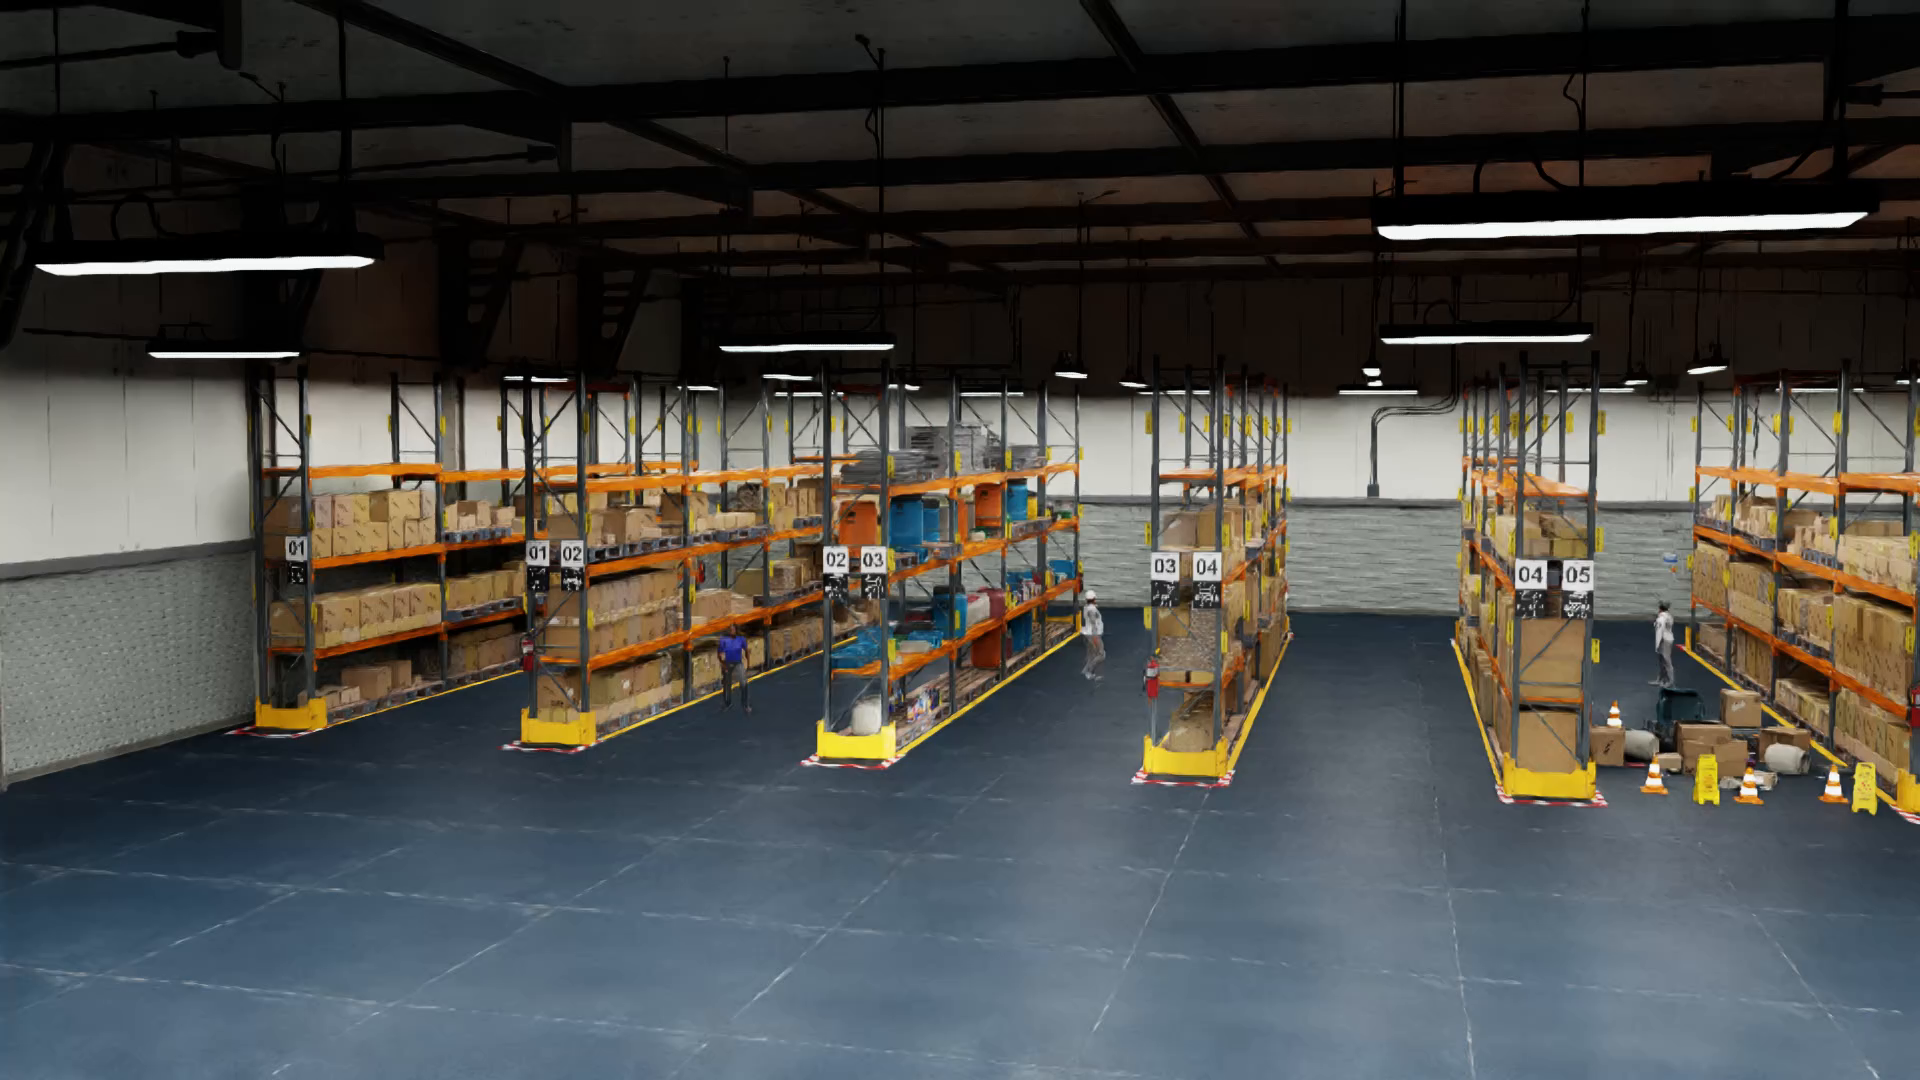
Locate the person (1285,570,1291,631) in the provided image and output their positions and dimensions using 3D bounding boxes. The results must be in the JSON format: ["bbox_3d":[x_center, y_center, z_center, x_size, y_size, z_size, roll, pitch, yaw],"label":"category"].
[{"bbox_3d":[7.791,1.312,40.367,0.385,1.768,0.602,-2,4,-23],"label":"person"}]

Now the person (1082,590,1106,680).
[{"bbox_3d":[2.583,1.875,32.580,0.447,1.761,0.569,-1,4,-12],"label":"person"}]

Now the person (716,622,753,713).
[{"bbox_3d":[-3.916,2.210,28.968,0.625,1.575,0.815,0,4,-4],"label":"person"}]

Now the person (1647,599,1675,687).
[{"bbox_3d":[13.436,1.962,31.813,0.554,1.664,0.585,3,5,37],"label":"person"}]
